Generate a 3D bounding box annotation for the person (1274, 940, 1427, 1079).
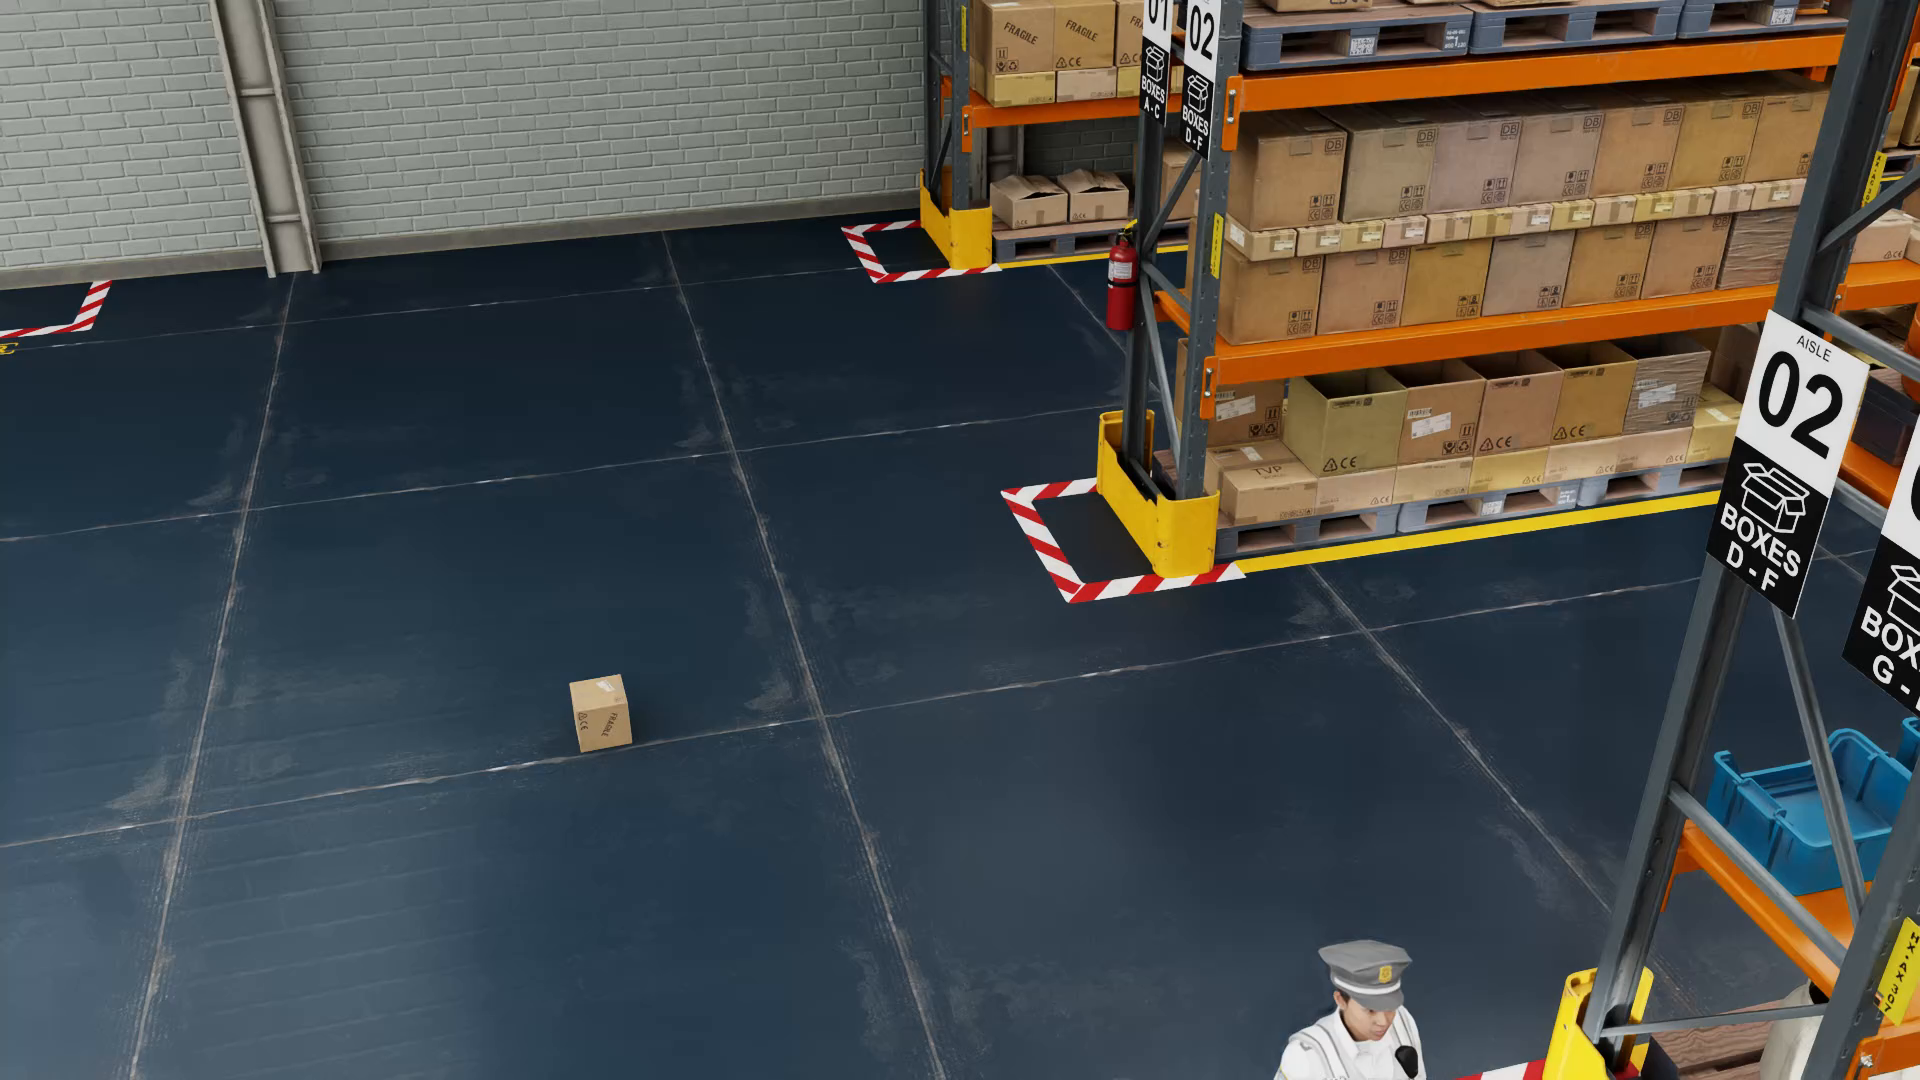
[{"bbox_3d":[1.204,1.874,4.994,0.481,1.628,1.008,-18,35,-28],"label":"person"}]
